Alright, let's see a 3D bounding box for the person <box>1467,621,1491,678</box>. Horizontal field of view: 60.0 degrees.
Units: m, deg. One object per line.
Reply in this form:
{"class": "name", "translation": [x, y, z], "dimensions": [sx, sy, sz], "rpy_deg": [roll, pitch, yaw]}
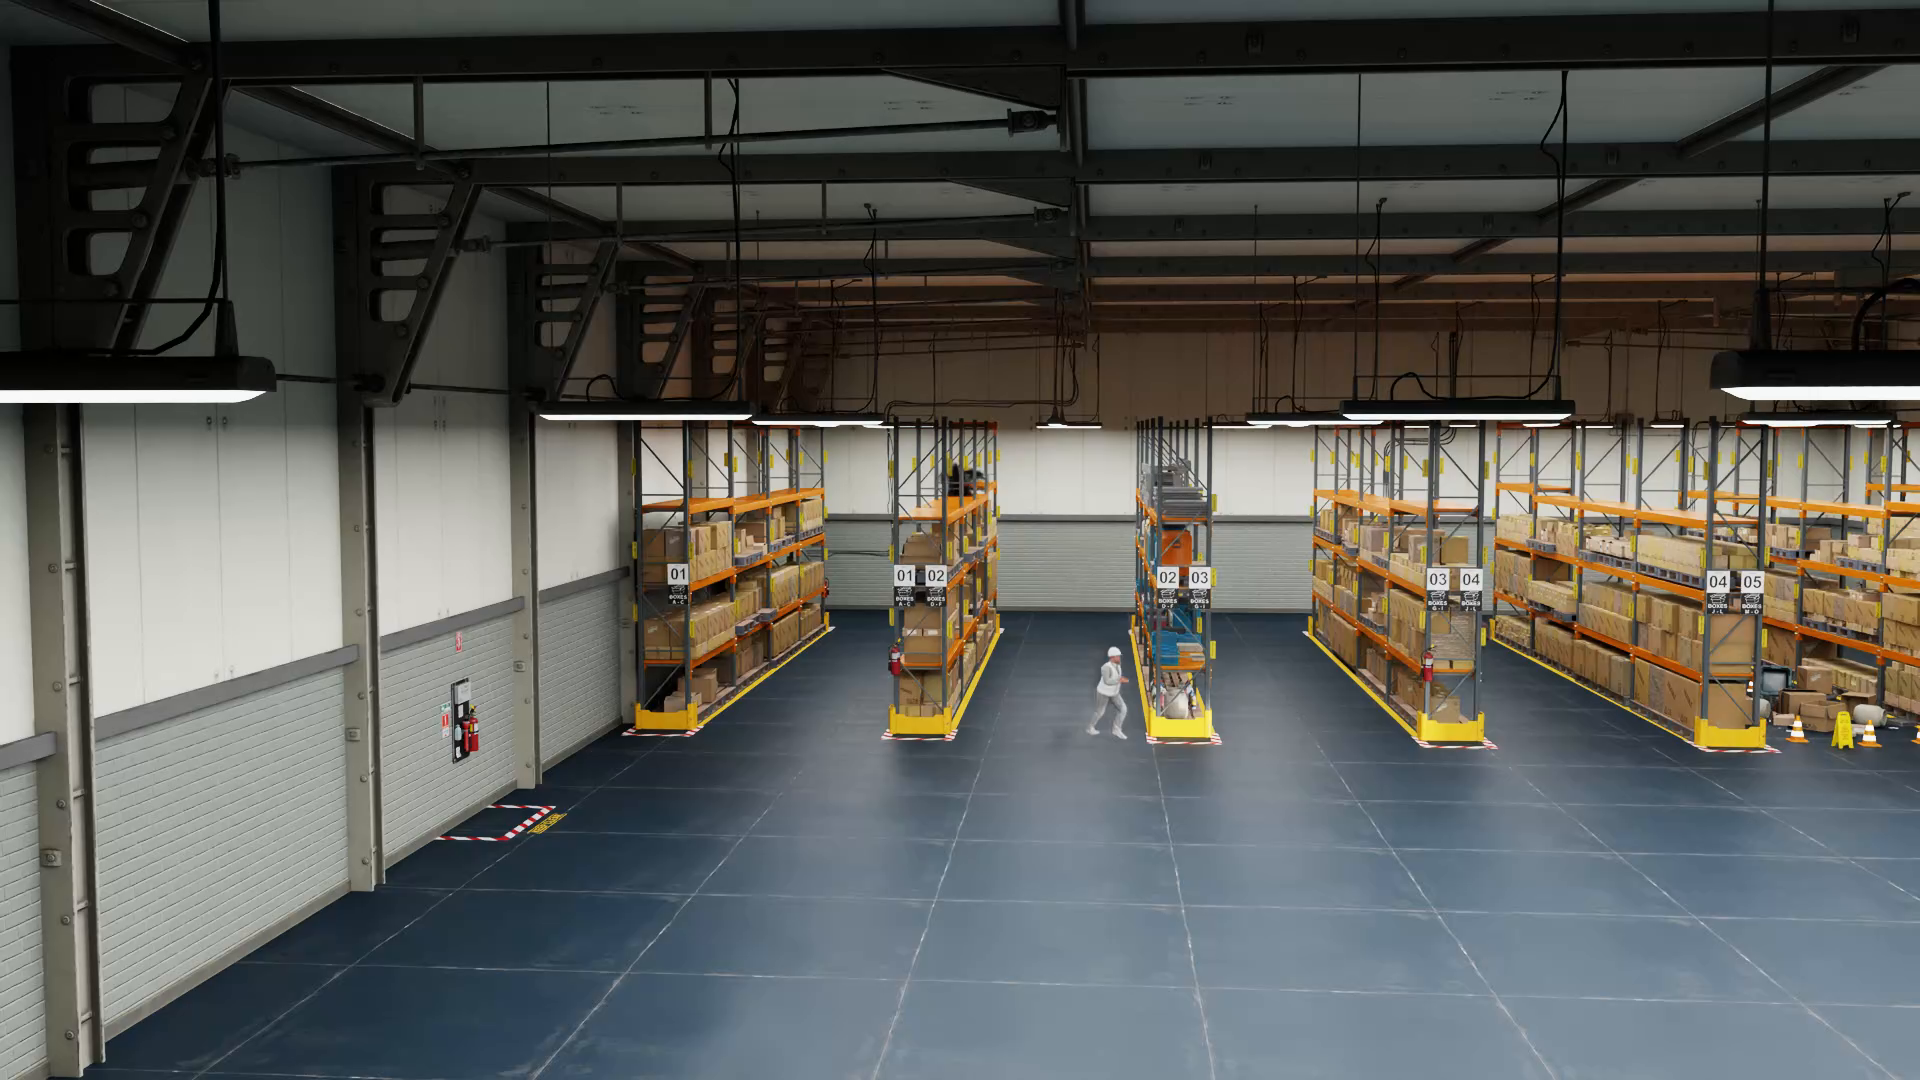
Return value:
{"class": "person", "translation": [12.016, 2.437, 38.808], "dimensions": [0.699, 1.557, 1.235], "rpy_deg": [1, 4, 18]}

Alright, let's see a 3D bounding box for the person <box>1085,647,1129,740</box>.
{"class": "person", "translation": [2.747, 2.831, 30.802], "dimensions": [0.967, 1.728, 0.588], "rpy_deg": [3, 5, 42]}
